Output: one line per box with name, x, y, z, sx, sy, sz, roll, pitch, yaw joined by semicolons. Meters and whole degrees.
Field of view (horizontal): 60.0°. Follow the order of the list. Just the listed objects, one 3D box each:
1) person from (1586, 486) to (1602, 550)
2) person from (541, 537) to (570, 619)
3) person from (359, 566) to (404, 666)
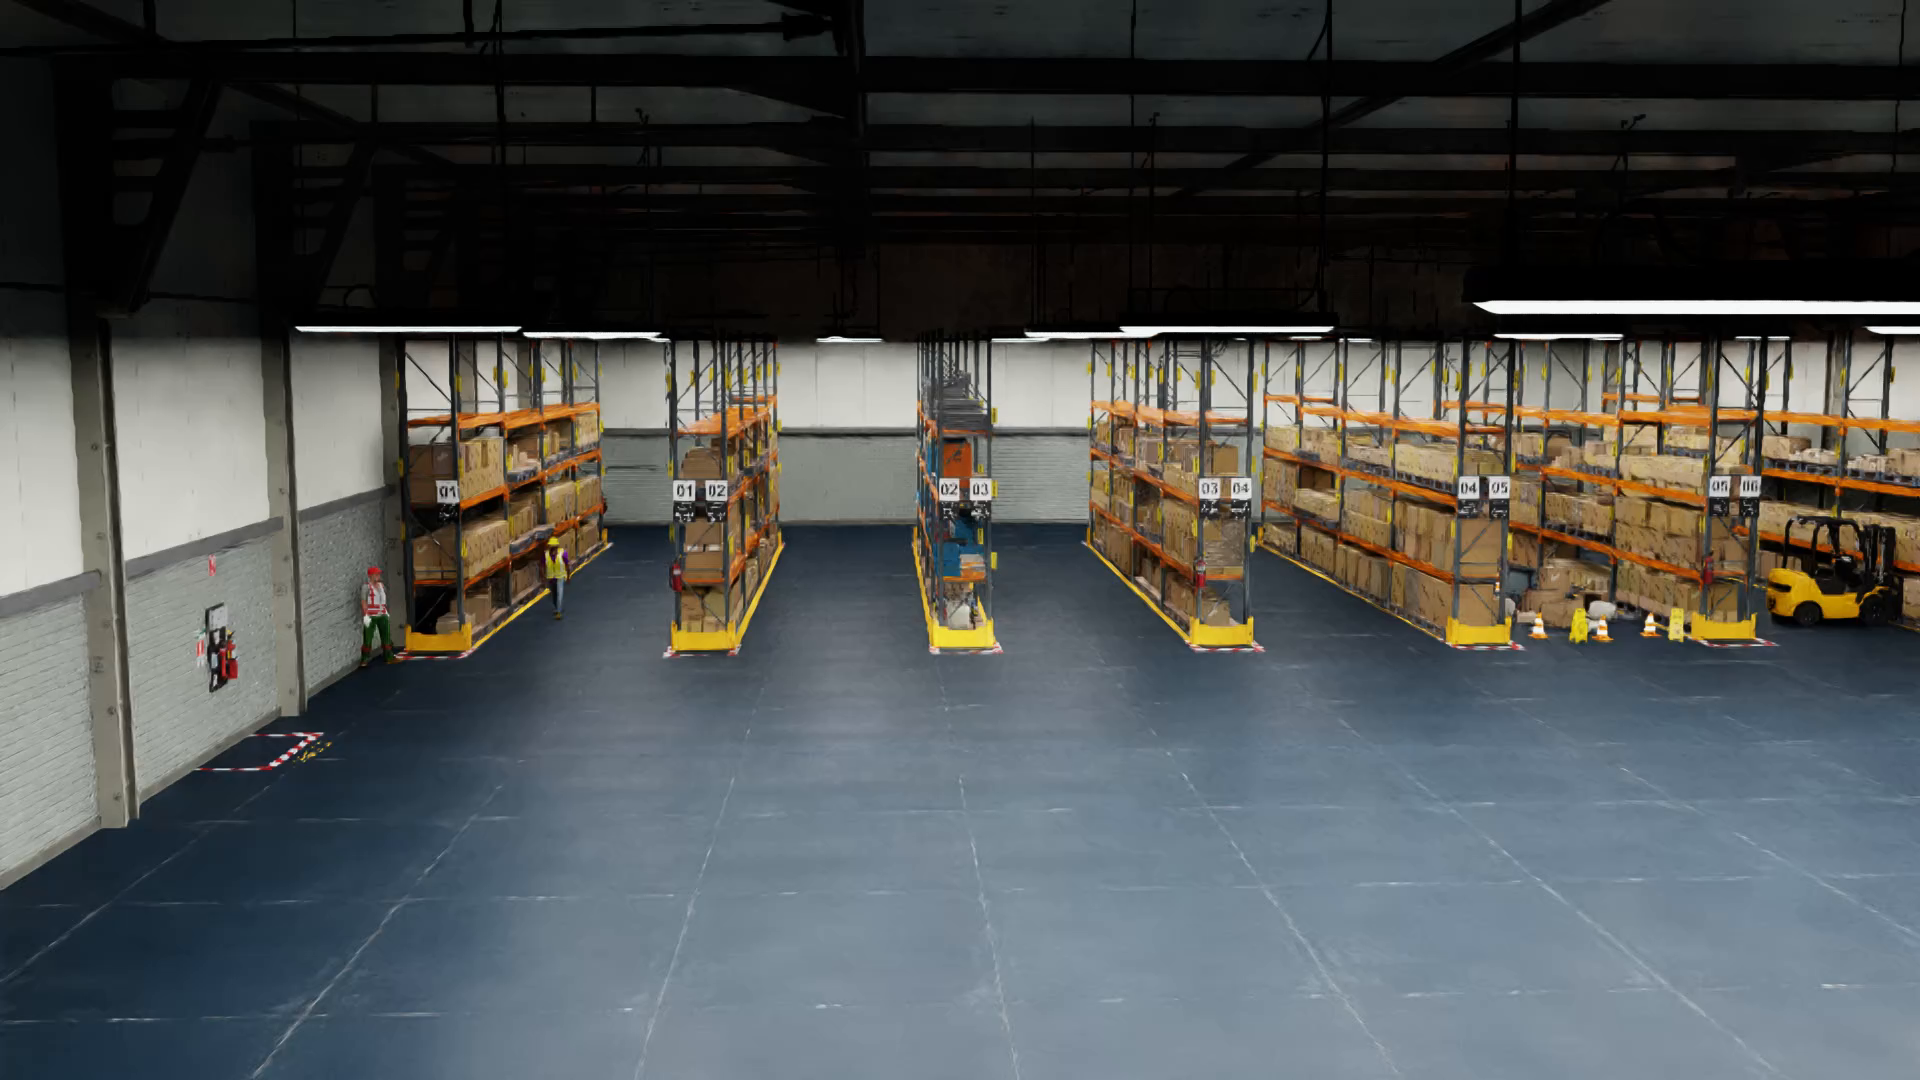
person;17.649;-0.600;46.060;0.442;1.777;0.697;0;7;3
person;-8.499;0.769;34.861;0.577;1.691;1.121;0;7;-1
person;-10.371;1.340;29.597;0.532;1.786;0.692;4;8;31
